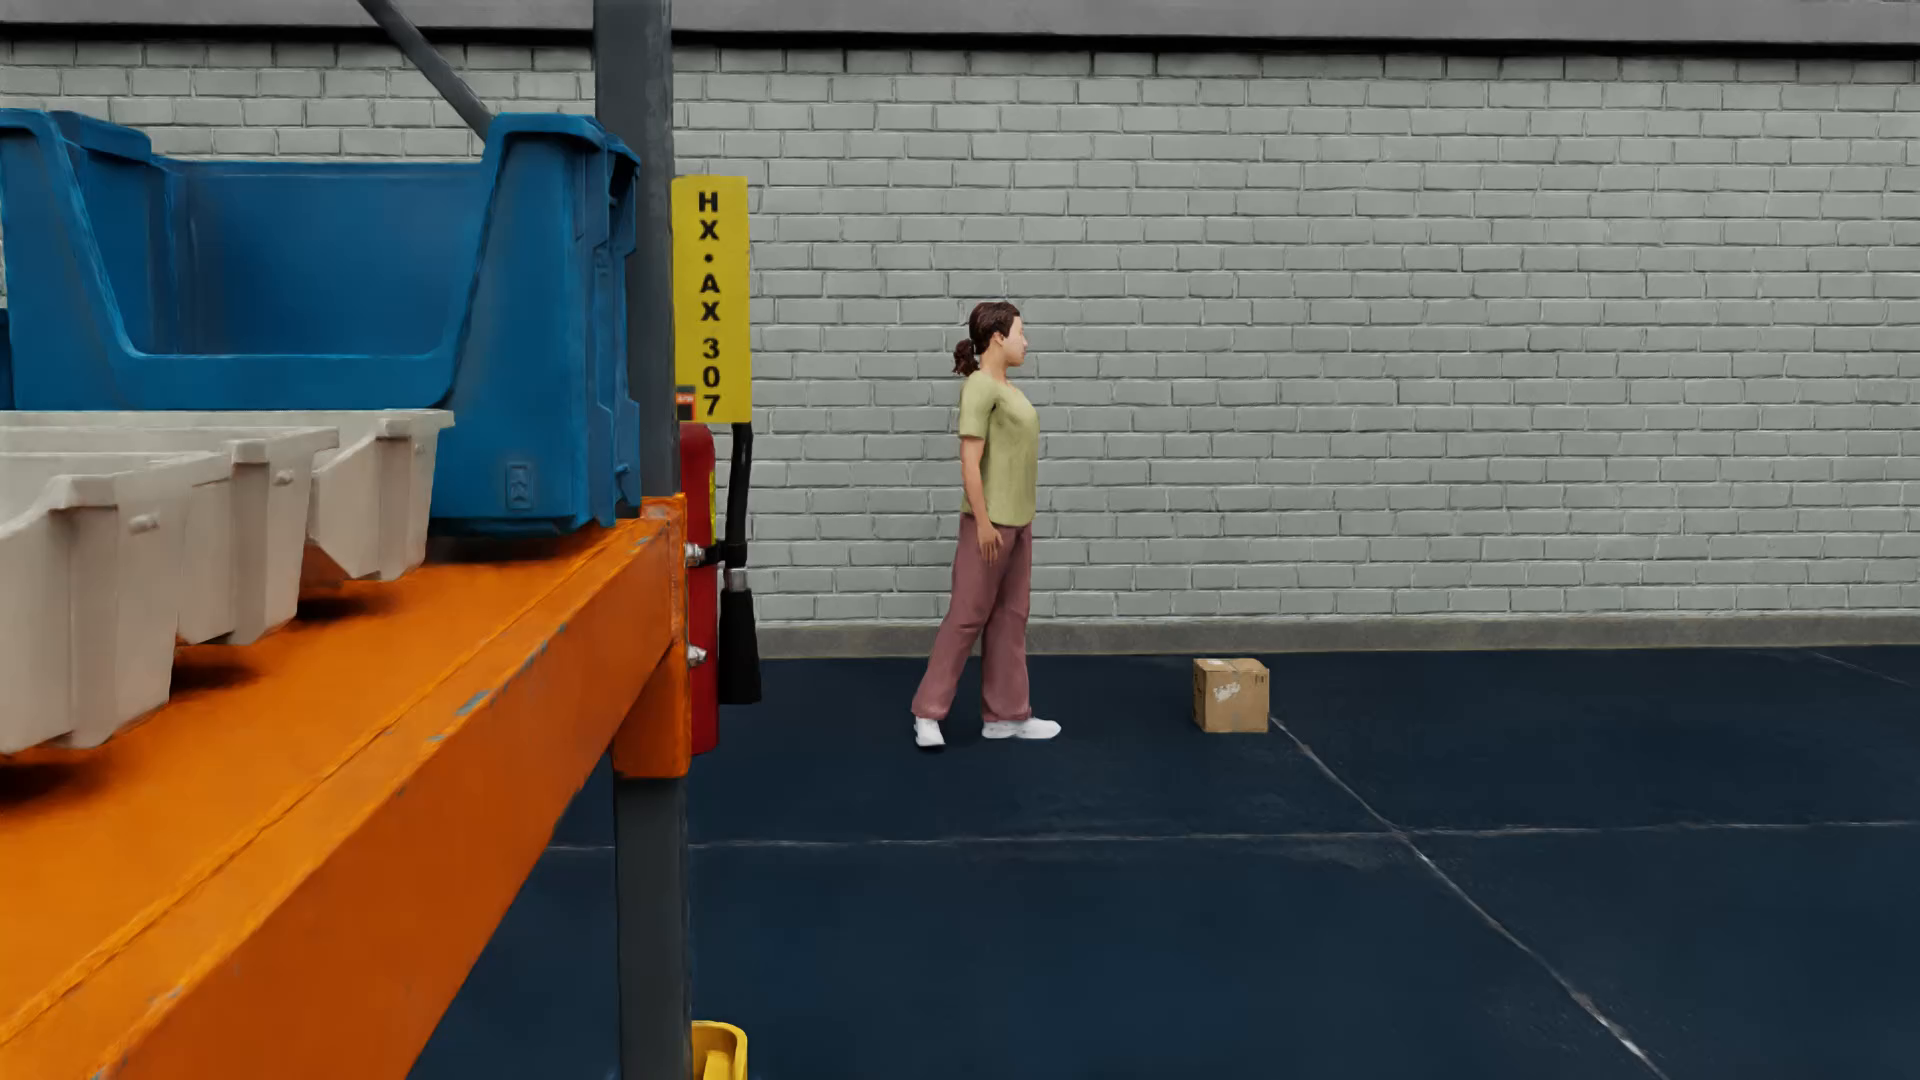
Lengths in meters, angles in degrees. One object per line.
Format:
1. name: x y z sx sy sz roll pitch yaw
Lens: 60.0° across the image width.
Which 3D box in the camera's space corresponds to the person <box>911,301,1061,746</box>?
1. person: 0.095 0.065 6.310 0.528 1.414 0.630 2 7 19
